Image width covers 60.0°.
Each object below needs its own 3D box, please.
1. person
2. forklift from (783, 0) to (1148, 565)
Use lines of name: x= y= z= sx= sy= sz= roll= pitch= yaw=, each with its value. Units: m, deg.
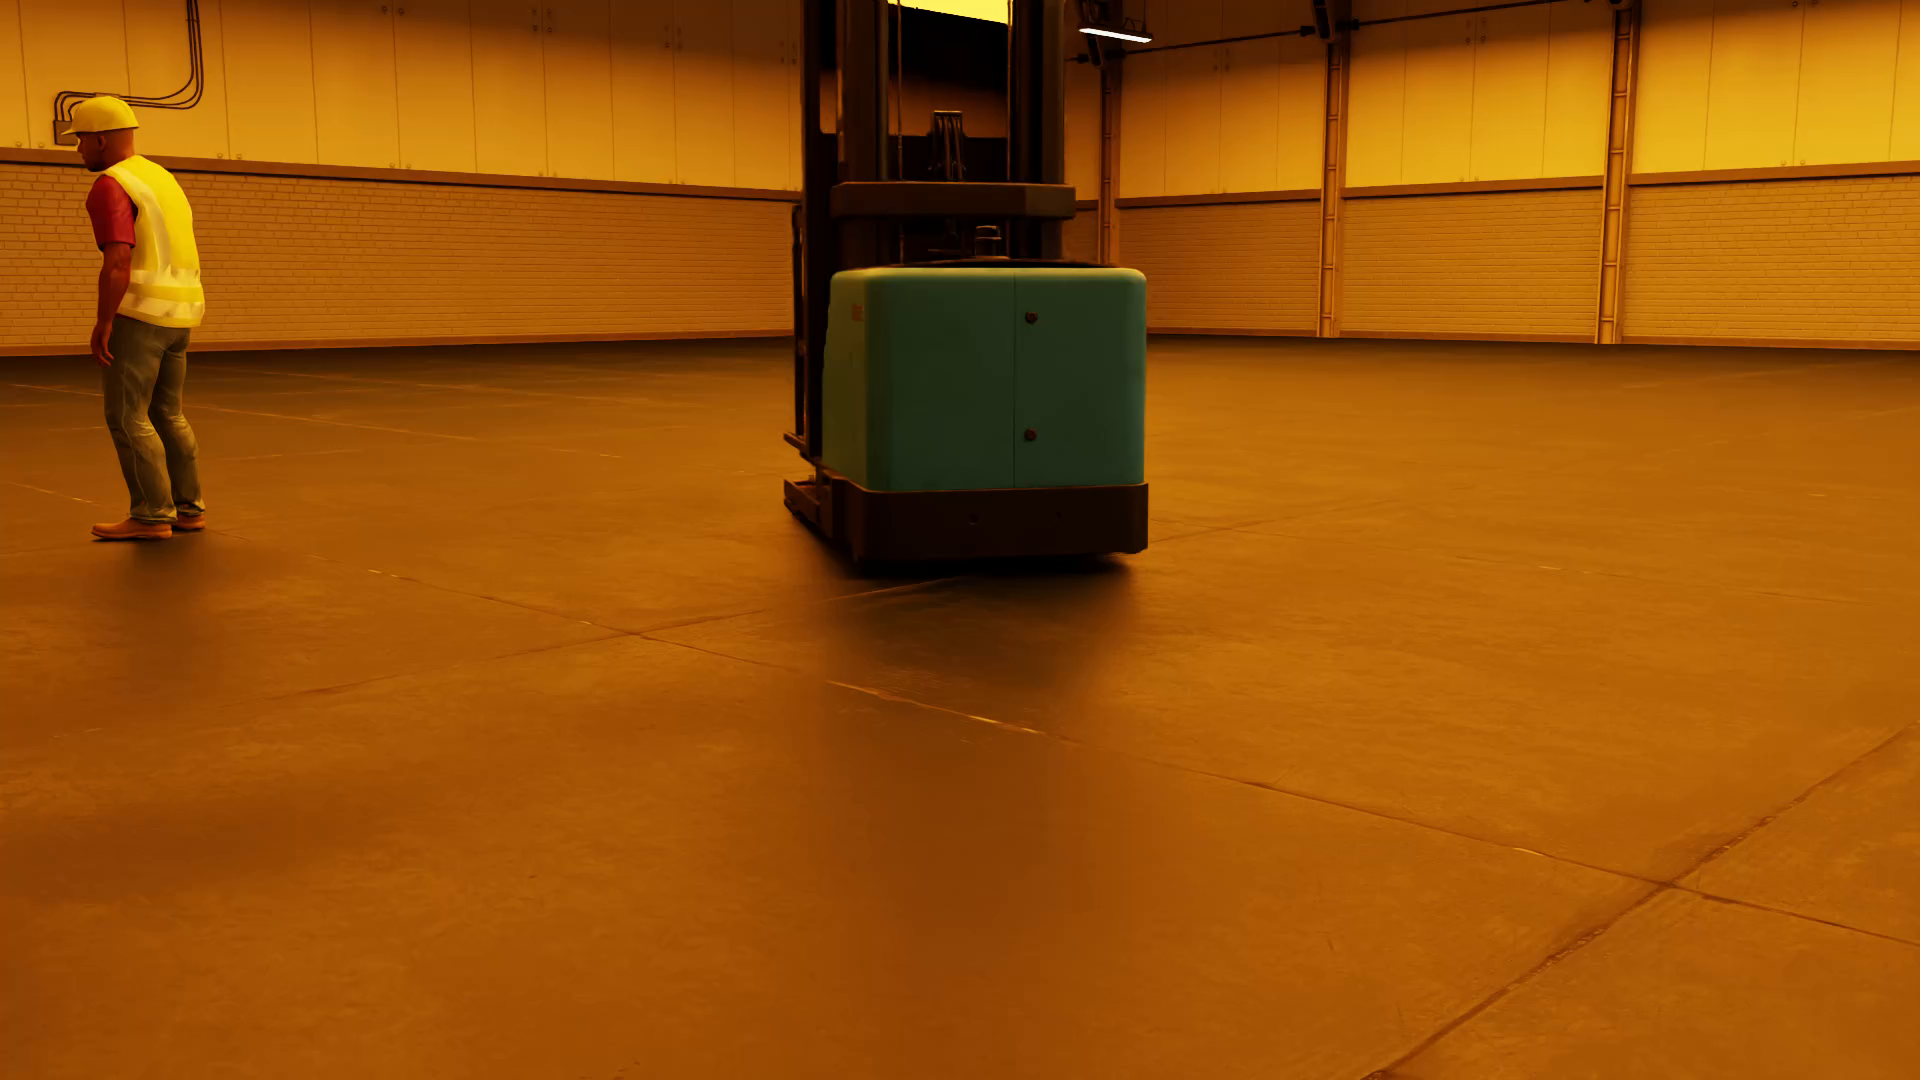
person: x=-3.326 y=-0.890 z=6.736 sx=0.461 sy=1.759 sz=0.630 roll=0 pitch=9 yaw=1
forklift: x=-0.168 y=-1.539 z=7.097 sx=1.130 sy=2.935 sz=3.031 roll=-2 pitch=9 yaw=-14
